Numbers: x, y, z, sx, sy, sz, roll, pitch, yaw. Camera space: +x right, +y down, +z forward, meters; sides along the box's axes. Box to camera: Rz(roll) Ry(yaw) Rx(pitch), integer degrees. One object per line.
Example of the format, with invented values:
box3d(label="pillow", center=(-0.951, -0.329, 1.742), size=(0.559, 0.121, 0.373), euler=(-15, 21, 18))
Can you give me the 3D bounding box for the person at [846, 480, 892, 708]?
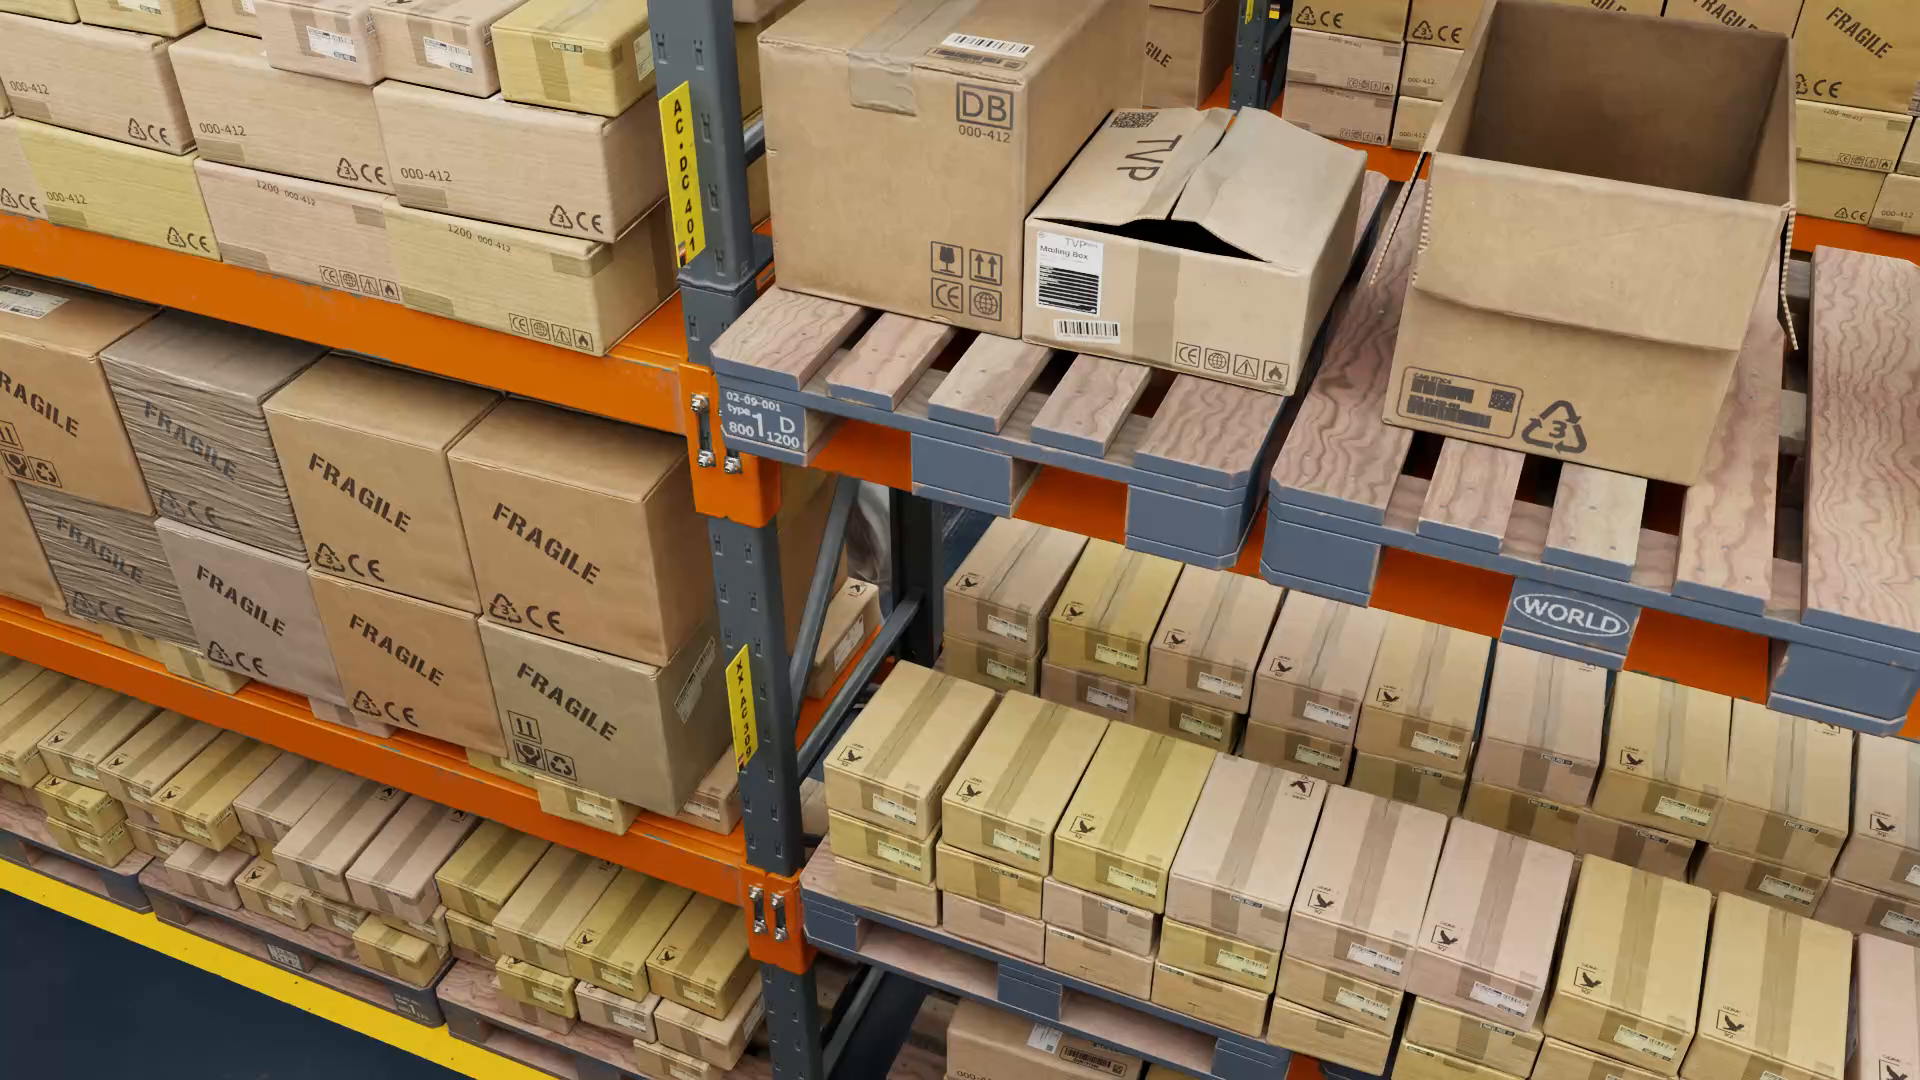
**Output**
box3d(label="person", center=(-0.429, 0.058, 6.265), size=(0.581, 1.385, 0.458), euler=(9, 39, 11))
